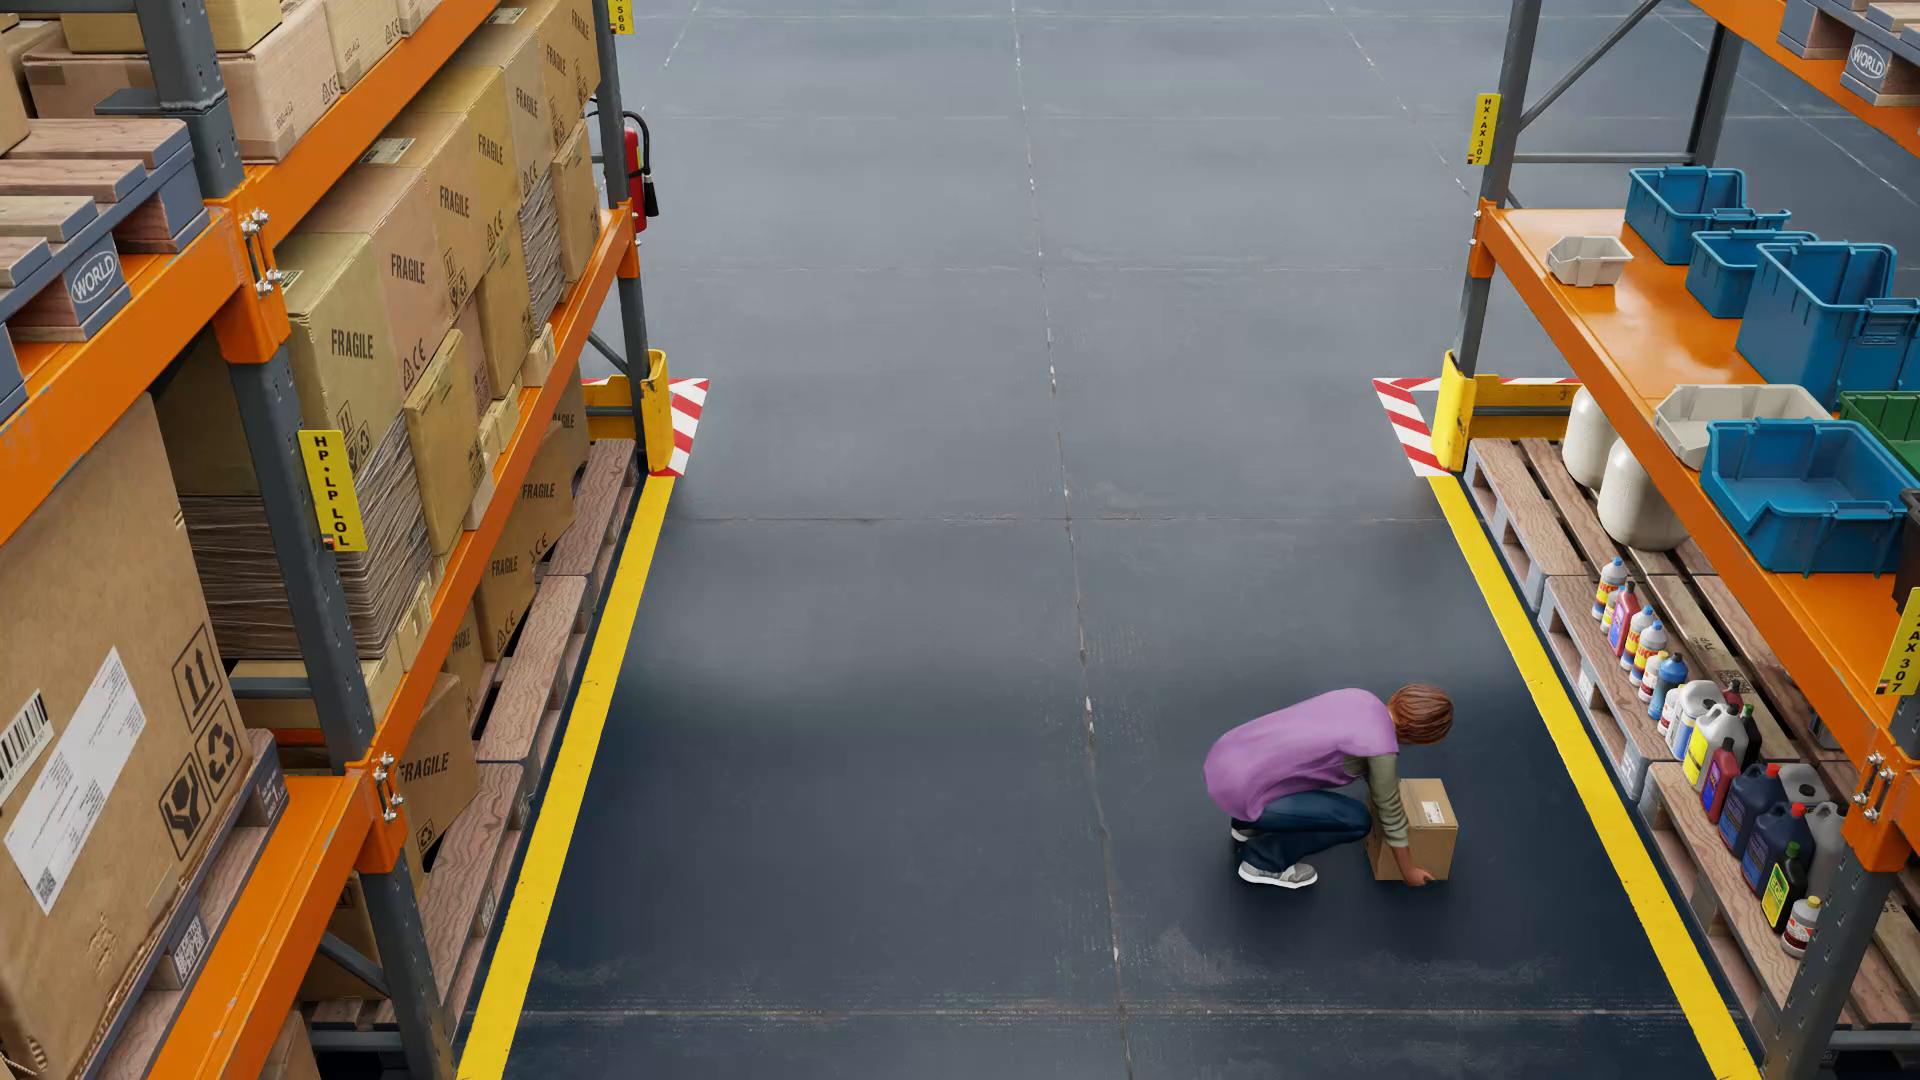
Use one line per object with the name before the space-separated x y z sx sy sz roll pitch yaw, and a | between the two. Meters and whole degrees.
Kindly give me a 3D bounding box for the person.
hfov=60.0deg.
person | 1.251 0.848 5.716 0.816 0.736 0.382 0 32 -1
